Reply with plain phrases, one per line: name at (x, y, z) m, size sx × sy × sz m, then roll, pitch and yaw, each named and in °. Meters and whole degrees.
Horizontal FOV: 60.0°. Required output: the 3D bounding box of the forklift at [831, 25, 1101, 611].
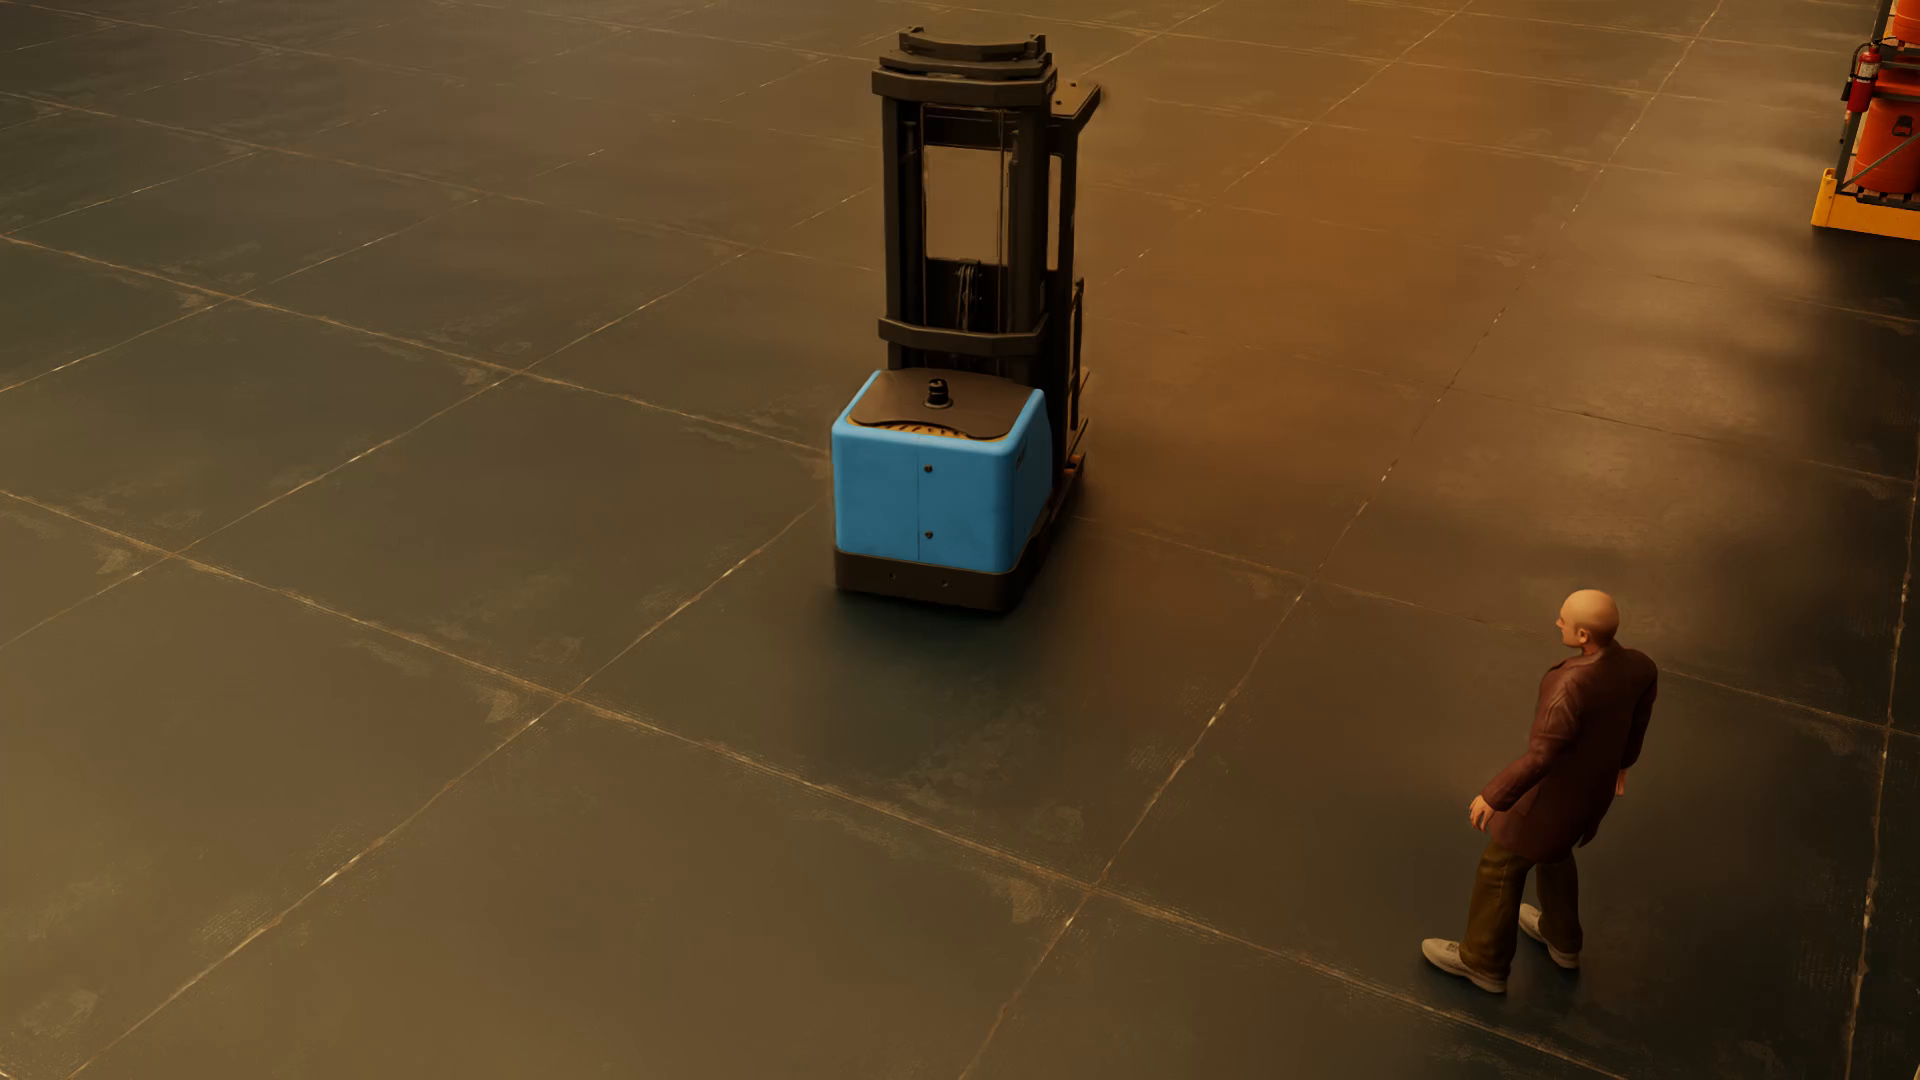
forklift at (0.174, -1.600, 9.842) m, size 1.130 × 2.935 × 3.031 m, roll 8°, pitch 31°, yaw 13°

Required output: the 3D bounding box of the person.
person at (2.353, 0.959, 6.587) m, size 0.809 × 1.756 × 0.464 m, roll -21°, pitch 36°, yaw -31°
